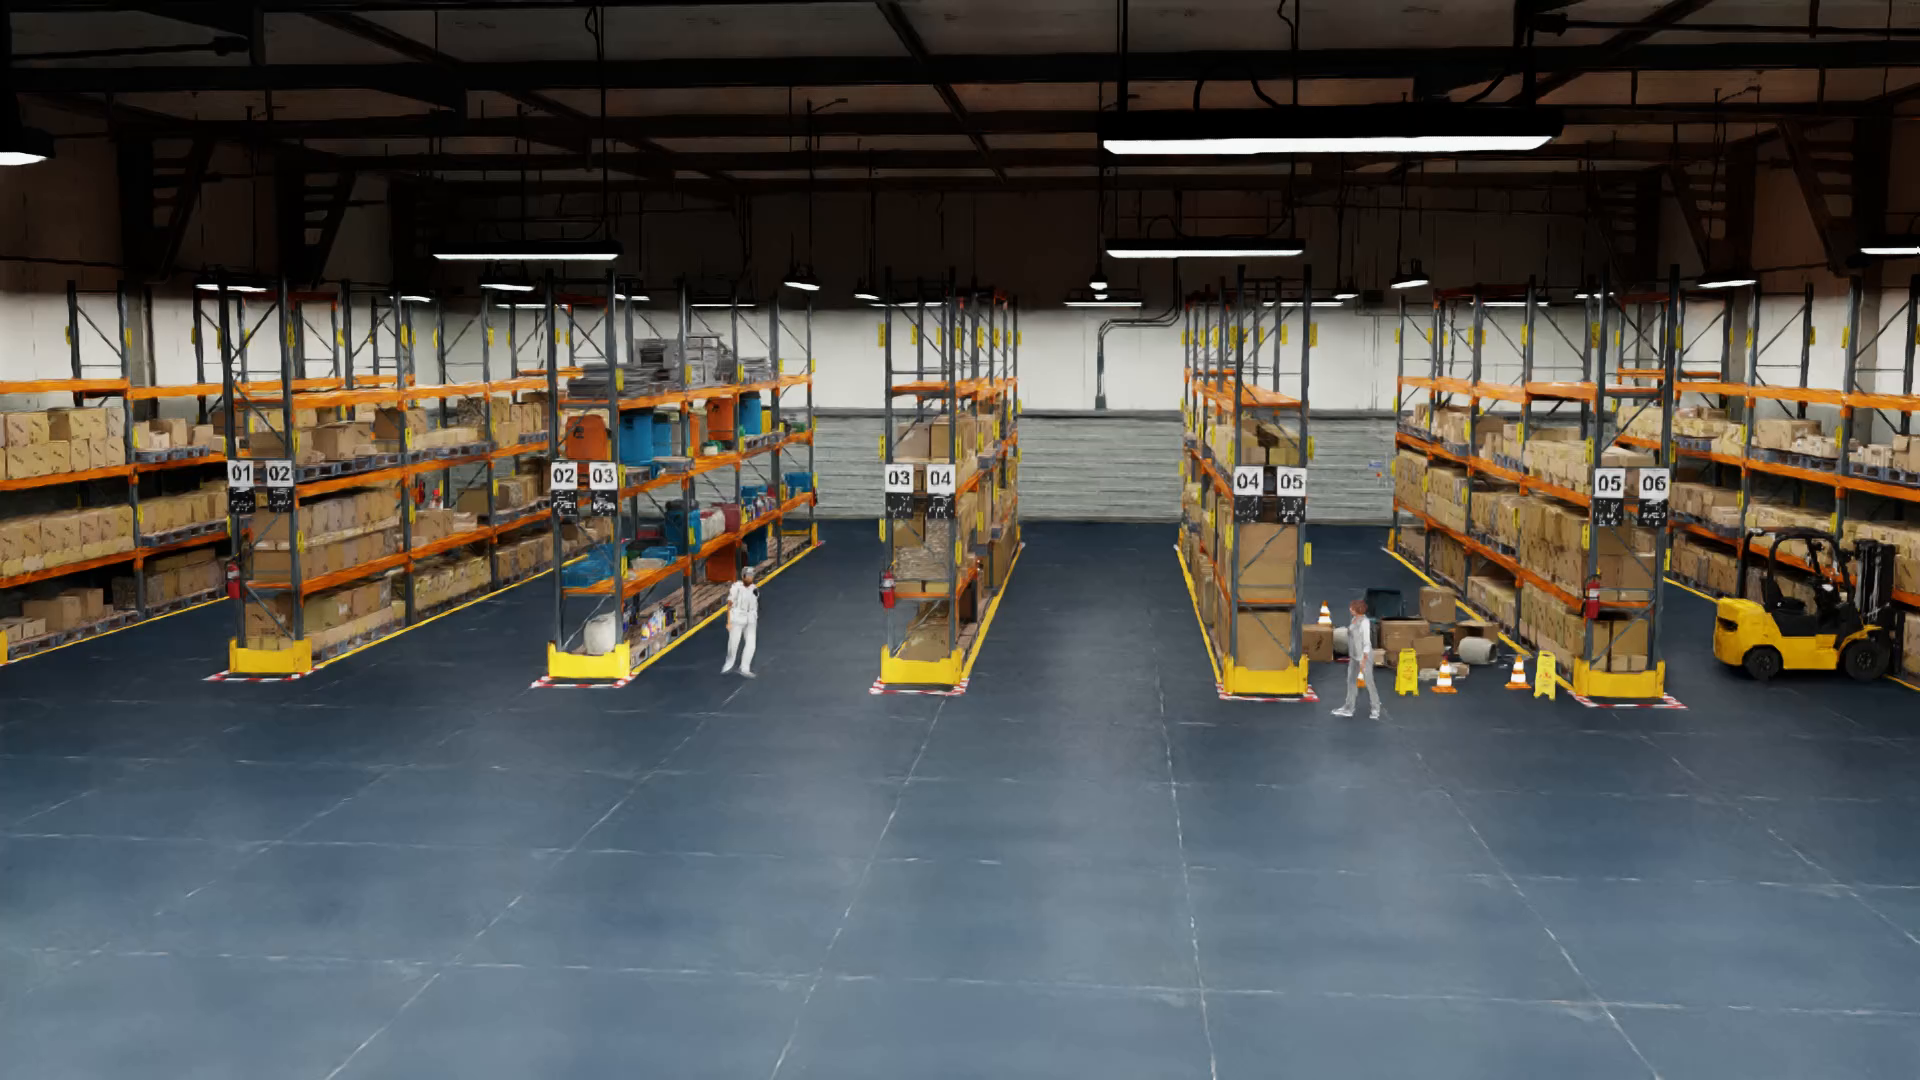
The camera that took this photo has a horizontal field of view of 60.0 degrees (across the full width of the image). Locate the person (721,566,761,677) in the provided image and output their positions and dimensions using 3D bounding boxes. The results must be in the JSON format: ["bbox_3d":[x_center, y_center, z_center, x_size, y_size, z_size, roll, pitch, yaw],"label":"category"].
[{"bbox_3d":[-3.257,1.199,24.678,0.554,1.651,0.590,-4,8,-31],"label":"person"}]

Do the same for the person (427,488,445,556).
[{"bbox_3d":[-11.453,-0.299,36.570,0.553,1.709,1.123,1,7,7],"label":"person"}]

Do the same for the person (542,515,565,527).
[{"bbox_3d":[-10.176,-0.884,41.636,0.543,1.693,0.919,3,8,23],"label":"person"}]

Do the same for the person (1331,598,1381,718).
[{"bbox_3d":[5.269,1.550,21.970,0.571,1.583,0.536,-2,7,-15],"label":"person"}]
